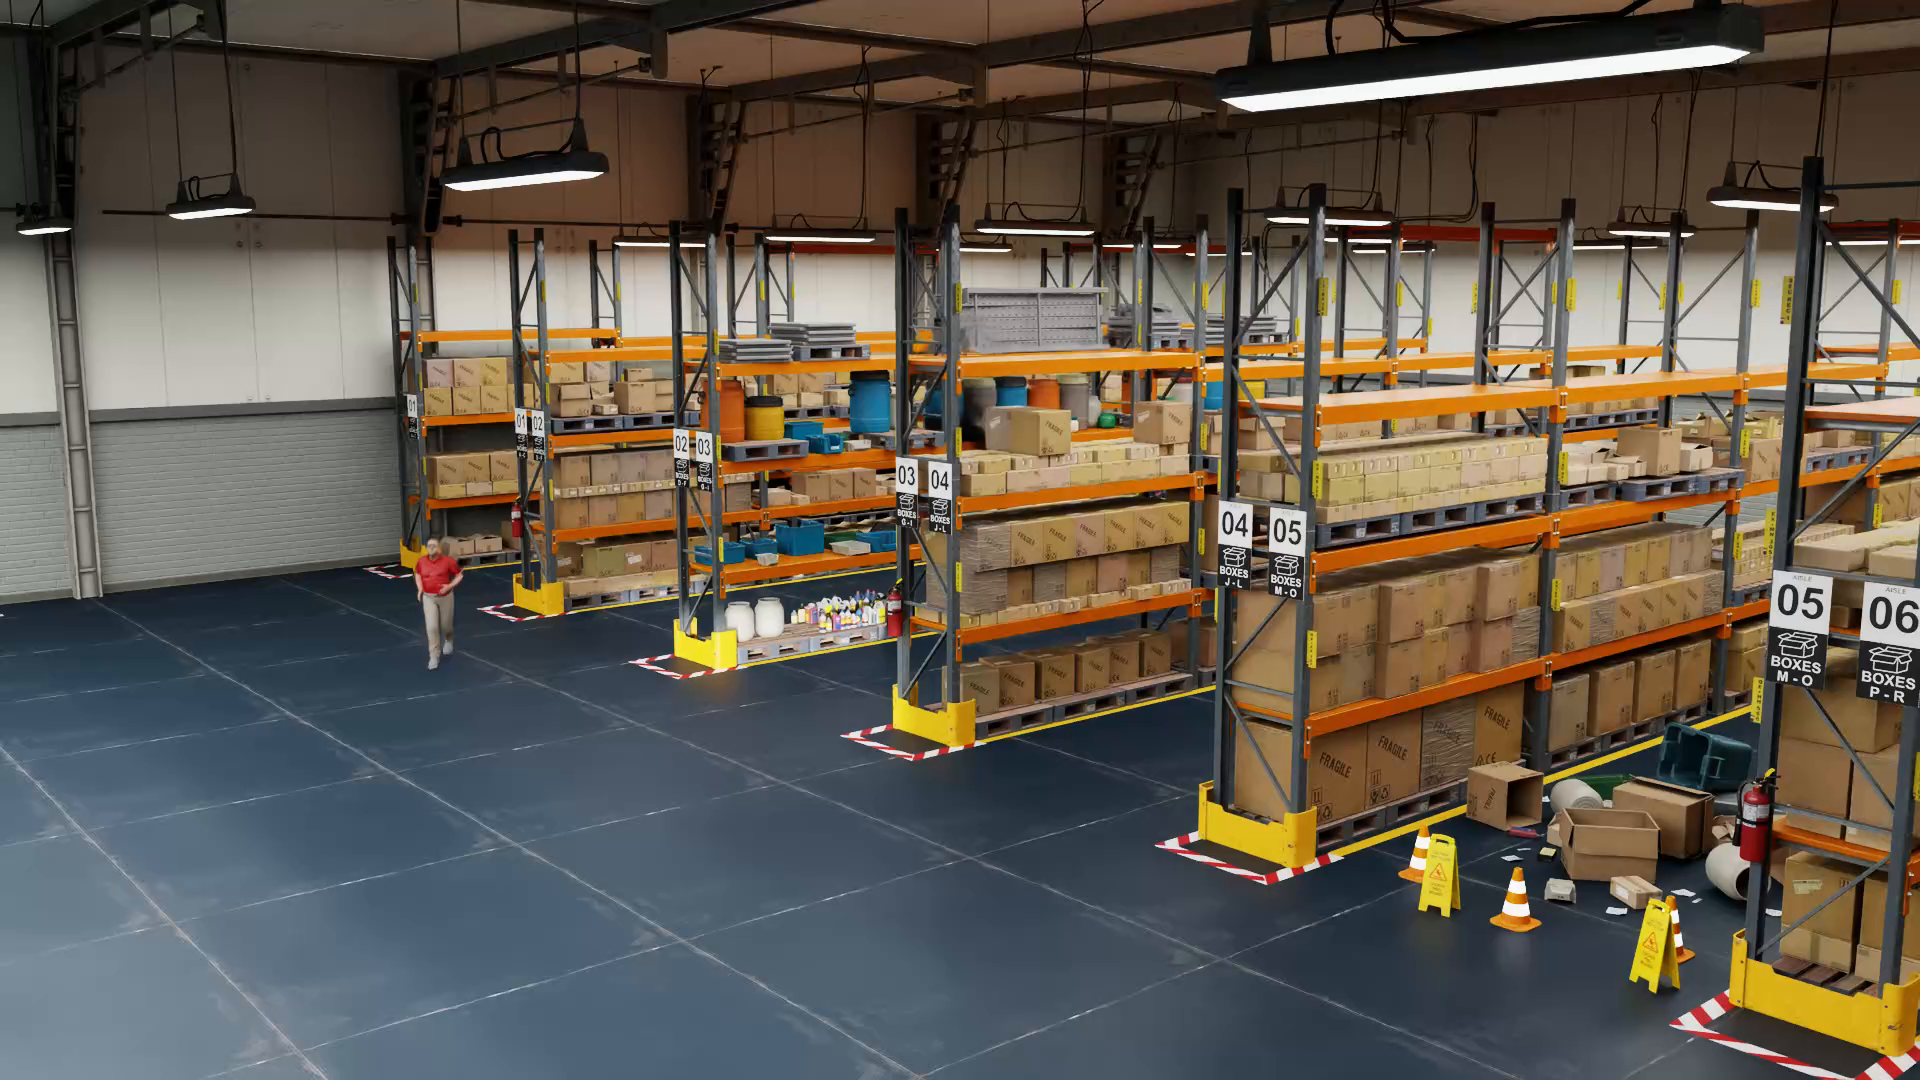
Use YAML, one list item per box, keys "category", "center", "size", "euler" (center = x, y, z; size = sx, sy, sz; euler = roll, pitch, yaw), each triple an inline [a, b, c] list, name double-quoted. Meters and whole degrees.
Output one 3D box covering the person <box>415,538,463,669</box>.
- category: "person"
  center: [-7.092, 0.821, 22.657]
  size: [0.653, 1.727, 0.912]
  euler: [-1, 9, -8]
